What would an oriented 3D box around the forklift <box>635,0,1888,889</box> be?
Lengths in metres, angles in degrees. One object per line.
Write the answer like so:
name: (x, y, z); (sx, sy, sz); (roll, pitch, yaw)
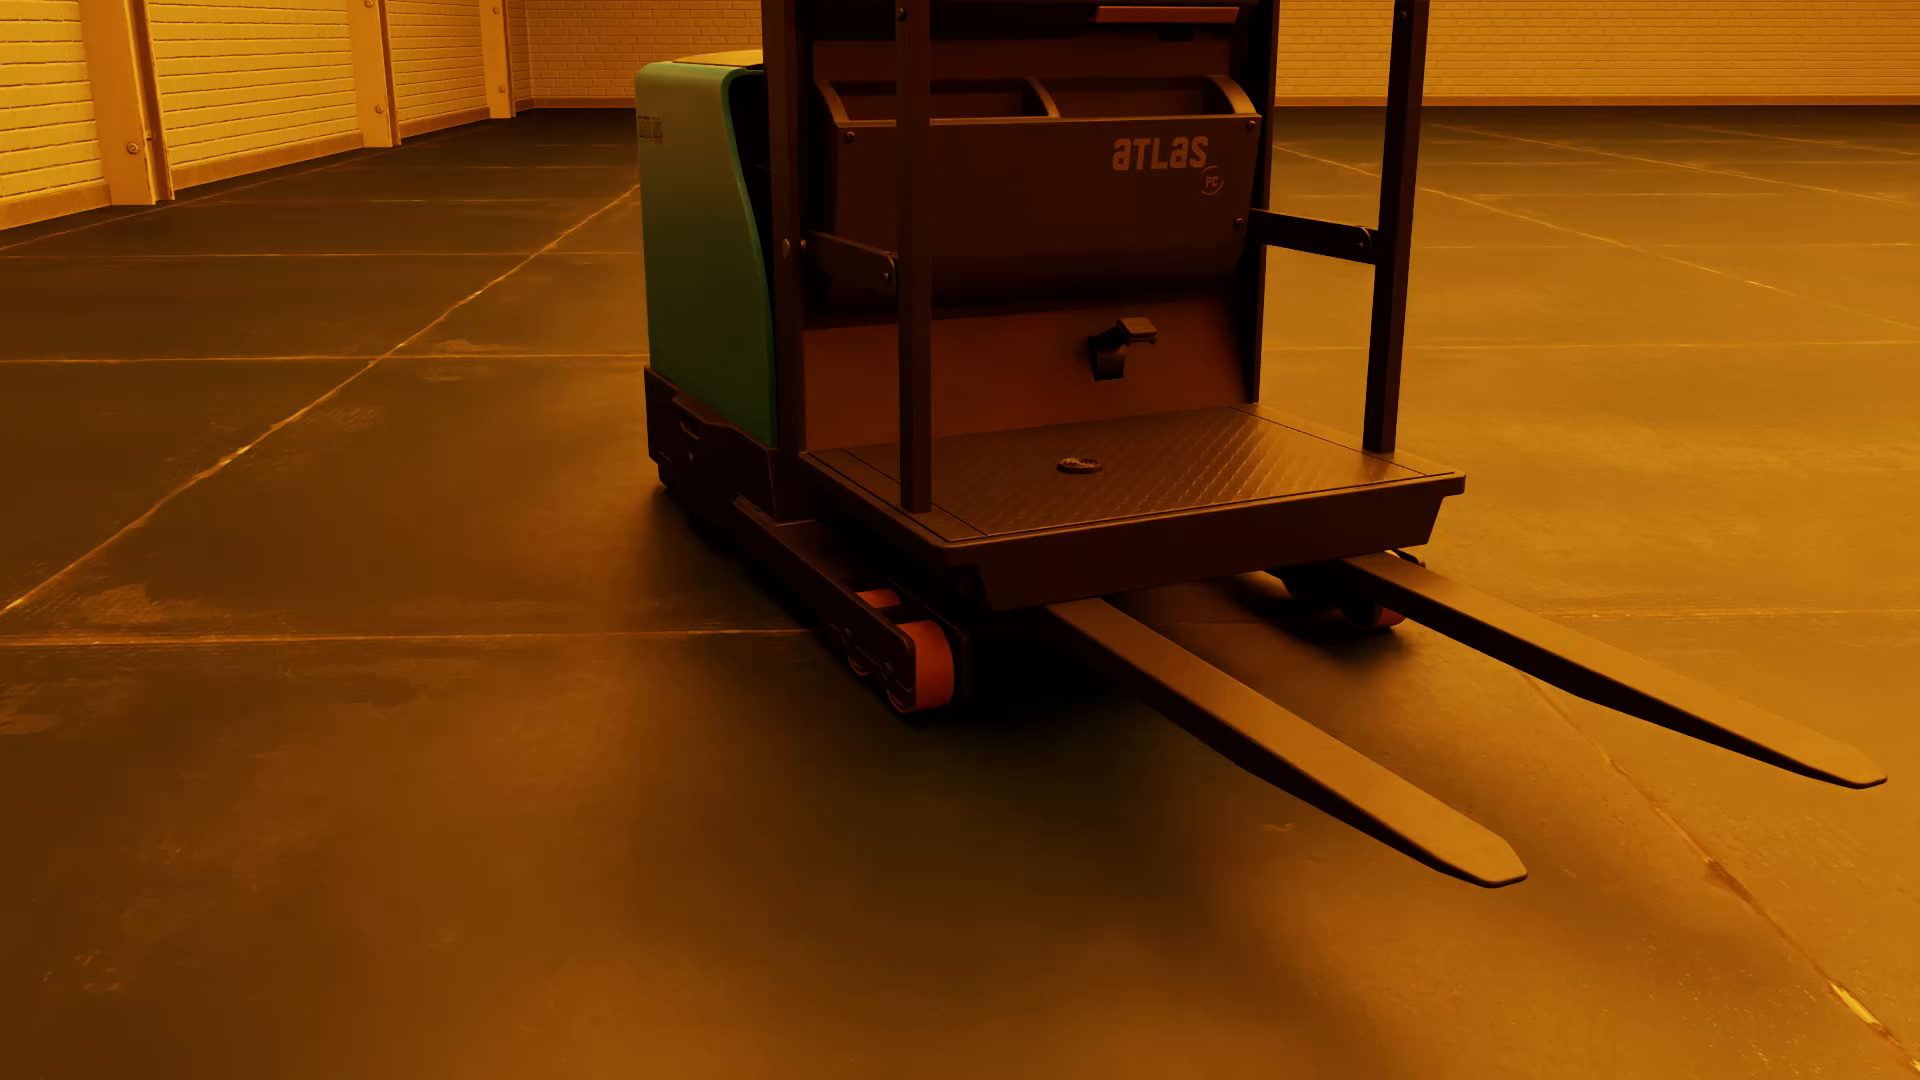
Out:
forklift: (0.258, -1.240, 2.962); (1.130, 2.935, 3.031); (-8, 19, -24)
